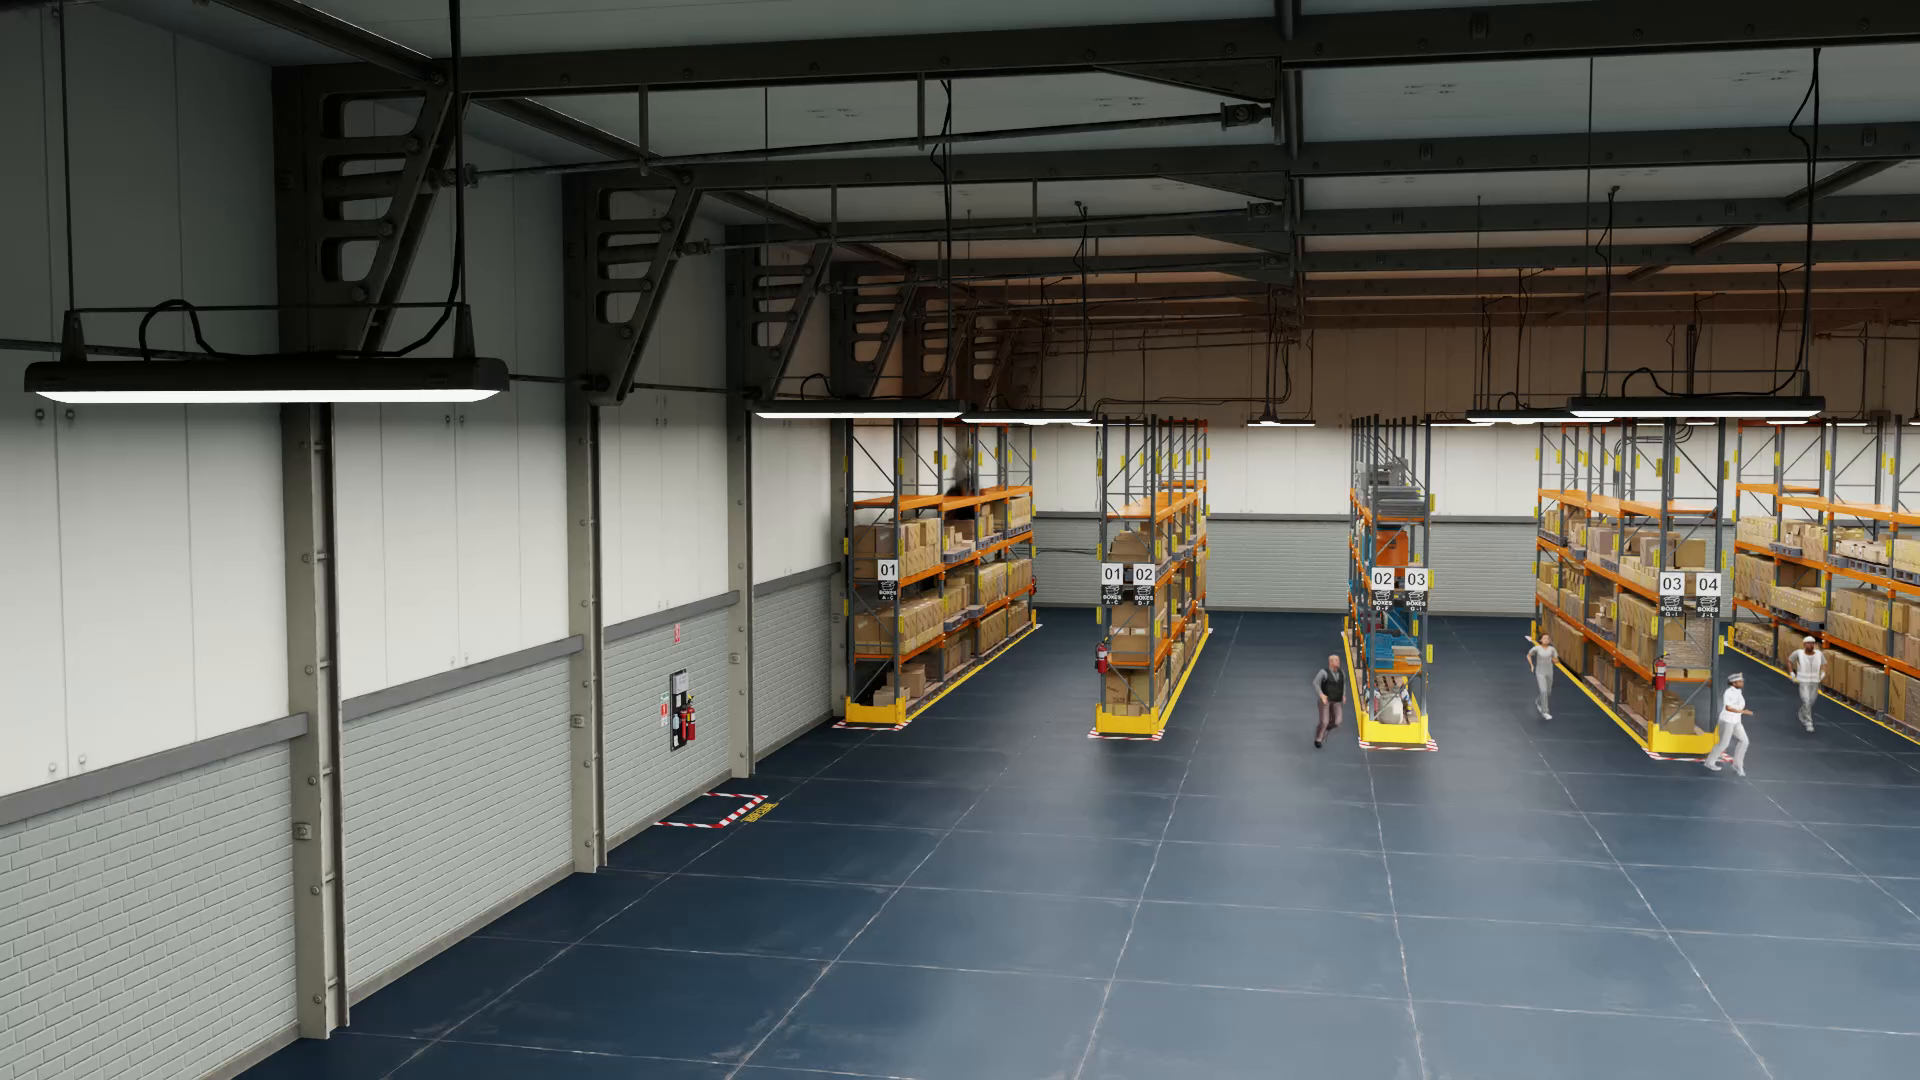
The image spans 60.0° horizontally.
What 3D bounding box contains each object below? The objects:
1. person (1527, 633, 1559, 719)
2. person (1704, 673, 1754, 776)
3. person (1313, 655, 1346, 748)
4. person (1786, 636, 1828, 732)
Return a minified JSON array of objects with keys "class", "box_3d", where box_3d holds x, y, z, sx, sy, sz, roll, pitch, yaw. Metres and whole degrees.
[{"class":"person","box_3d":[11.592,2.664,33.008,0.564,1.655,0.969,0,4,-2]},{"class":"person","box_3d":[12.775,3.057,27.558,0.780,1.755,0.593,4,5,44]},{"class":"person","box_3d":[6.700,2.905,29.955,0.709,1.664,0.519,-1,4,-16]},{"class":"person","box_3d":[16.209,2.719,31.796,0.689,1.785,0.926,0,4,6]}]
